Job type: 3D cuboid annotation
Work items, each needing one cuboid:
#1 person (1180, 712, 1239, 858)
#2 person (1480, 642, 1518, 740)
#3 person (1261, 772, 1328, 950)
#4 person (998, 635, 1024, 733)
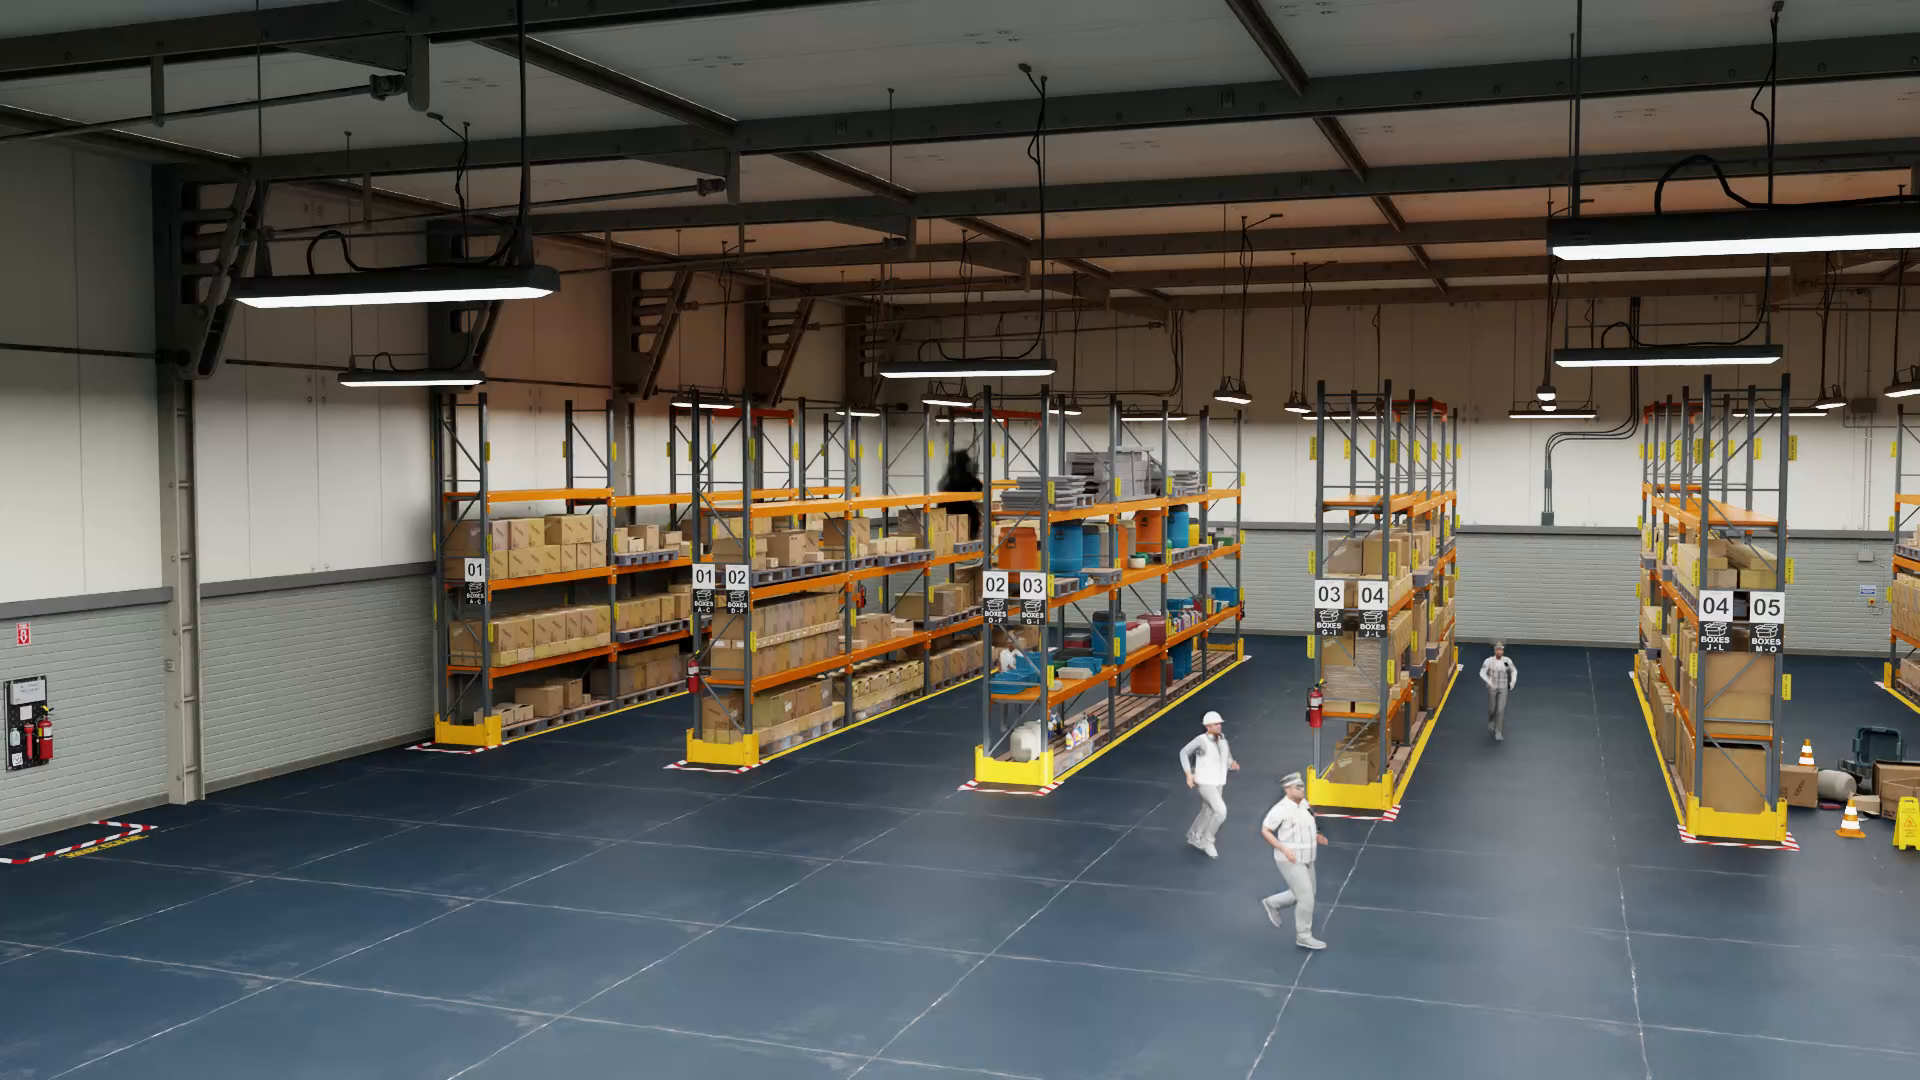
[{"bbox_3d":[3.114,3.023,20.602,0.621,1.798,0.811,-3,4,-43],"label":"person"},{"bbox_3d":[9.455,2.617,29.197,0.642,1.697,0.736,1,3,14],"label":"person"},{"bbox_3d":[3.384,3.223,16.919,0.830,1.747,0.675,3,4,44],"label":"person"},{"bbox_3d":[0.917,2.567,29.839,0.547,1.756,0.759,1,3,13],"label":"person"}]
